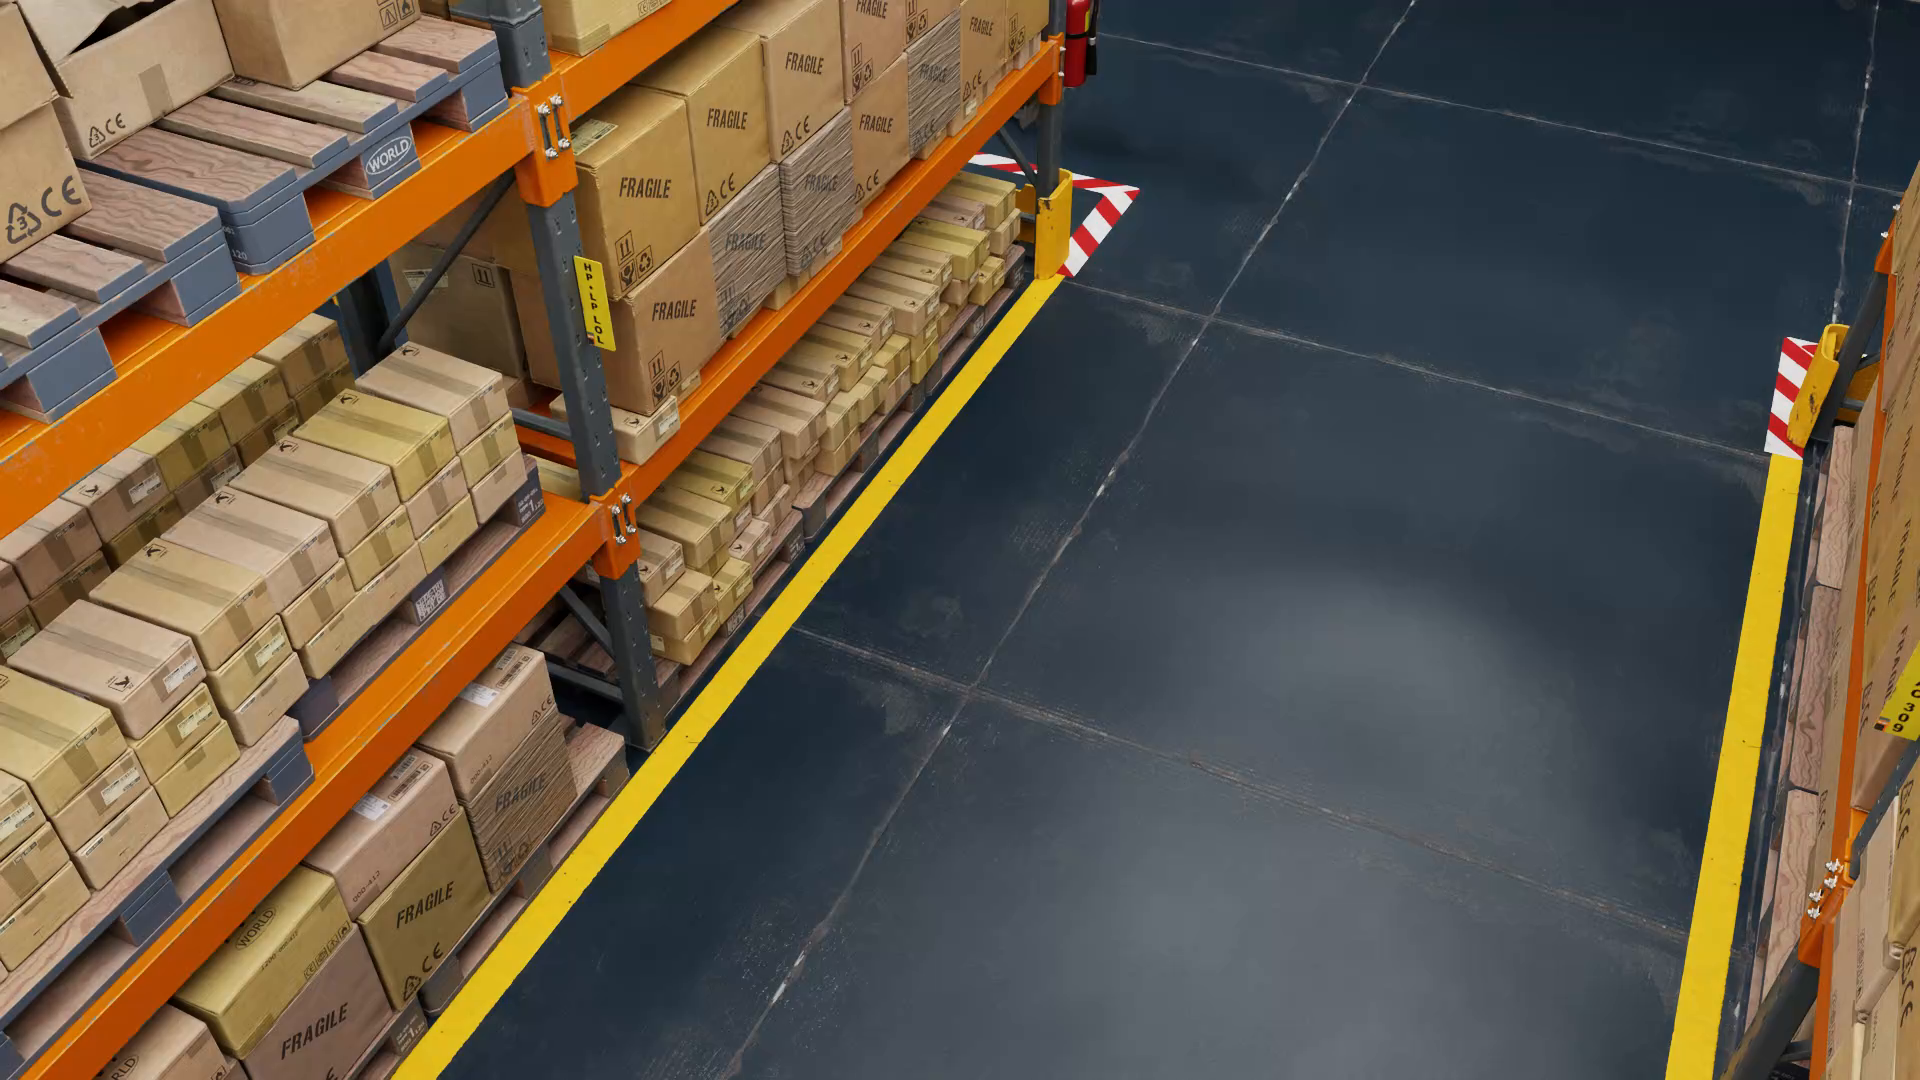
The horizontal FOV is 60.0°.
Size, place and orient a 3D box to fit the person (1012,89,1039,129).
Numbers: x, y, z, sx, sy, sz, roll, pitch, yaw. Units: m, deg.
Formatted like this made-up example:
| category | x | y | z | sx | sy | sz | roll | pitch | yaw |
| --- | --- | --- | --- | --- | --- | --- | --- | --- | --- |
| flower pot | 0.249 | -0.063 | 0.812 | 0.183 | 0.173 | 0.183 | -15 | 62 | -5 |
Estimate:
| category | x | y | z | sx | sy | sz | roll | pitch | yaw |
| --- | --- | --- | --- | --- | --- | --- | --- | --- | --- |
| person | 0.353 | -3.220 | 9.930 | 0.574 | 1.567 | 0.617 | 16 | 44 | 17 |
